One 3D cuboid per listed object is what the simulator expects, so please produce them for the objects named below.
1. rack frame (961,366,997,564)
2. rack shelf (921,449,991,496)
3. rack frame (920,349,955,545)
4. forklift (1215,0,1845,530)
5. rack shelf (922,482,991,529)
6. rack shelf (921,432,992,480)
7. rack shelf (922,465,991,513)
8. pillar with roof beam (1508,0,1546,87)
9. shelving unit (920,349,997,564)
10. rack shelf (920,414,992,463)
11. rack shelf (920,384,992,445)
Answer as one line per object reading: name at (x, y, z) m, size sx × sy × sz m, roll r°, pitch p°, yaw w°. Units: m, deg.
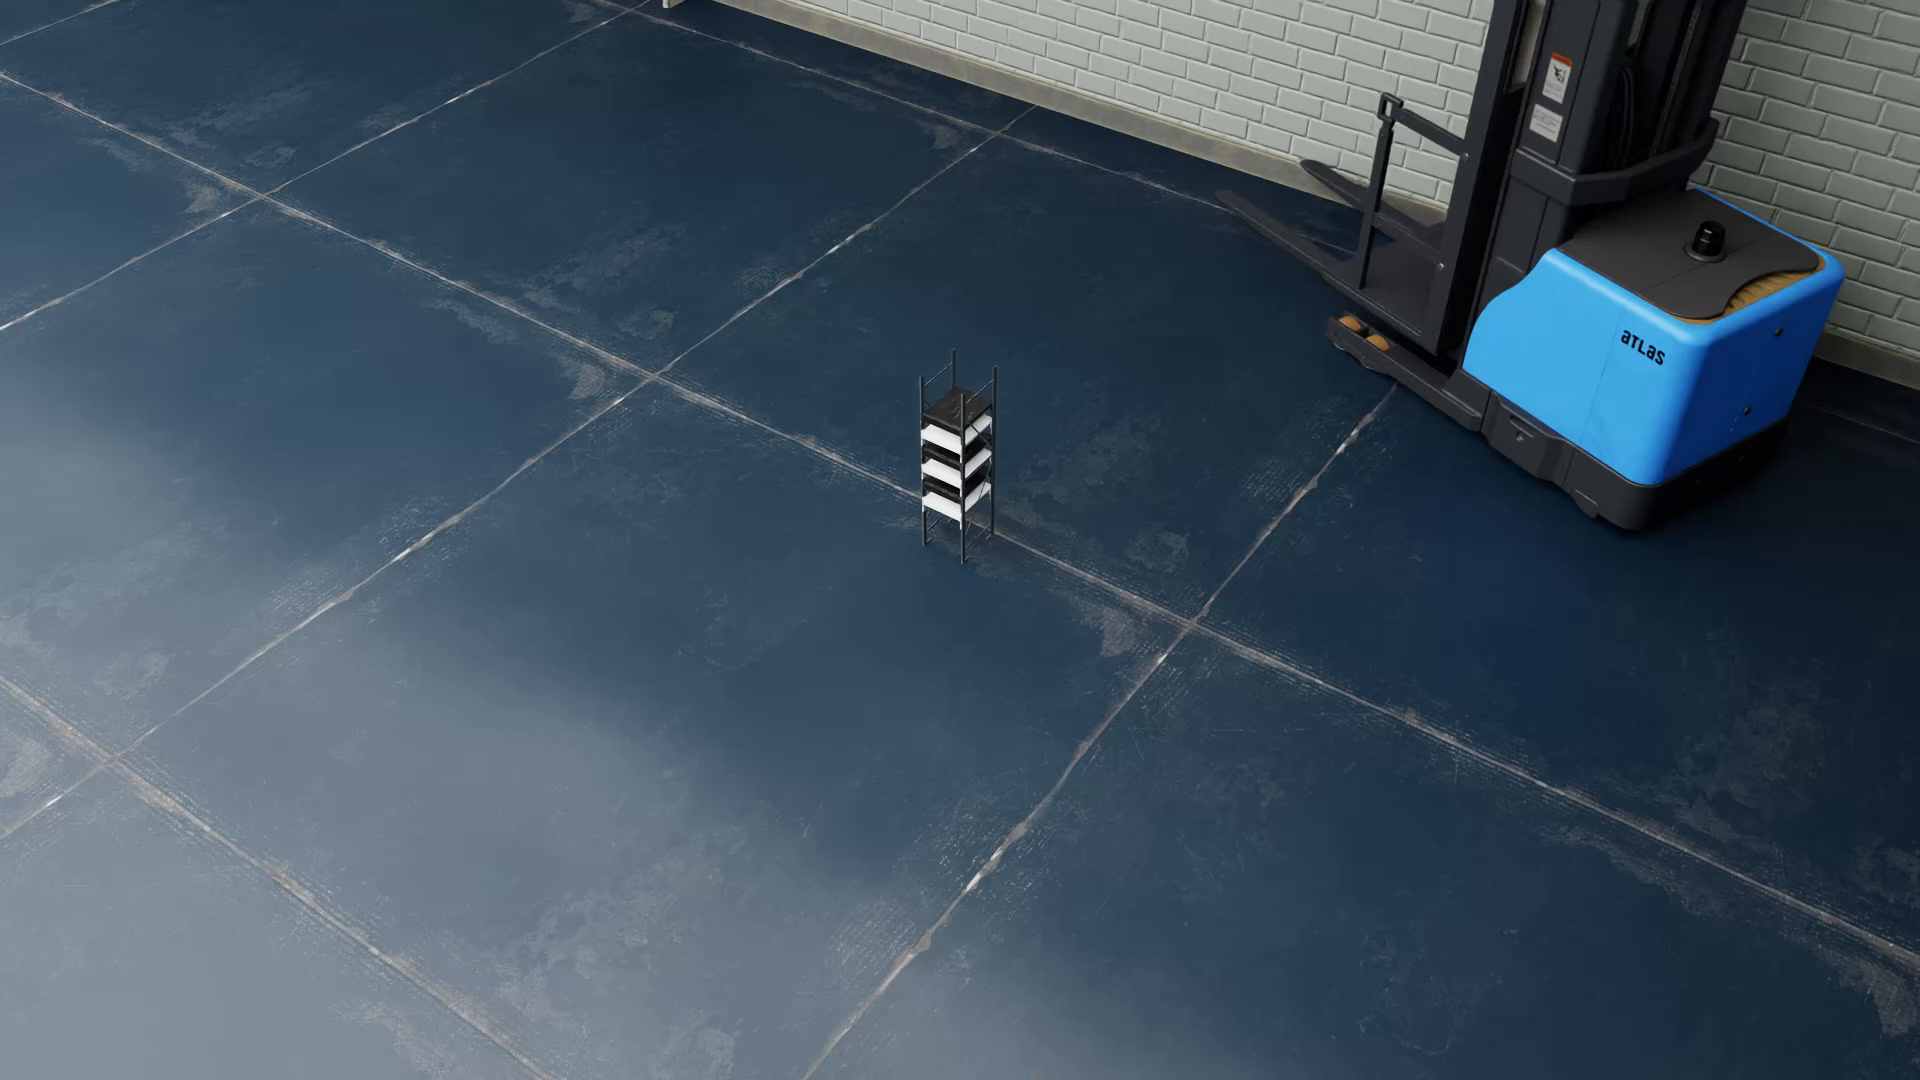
rack frame at (0.077, -0.300, 6.910) m, size 0.006 × 0.900 × 0.240 m, roll 25°, pitch 48°, yaw 25°
rack shelf at (-0.007, -0.314, 6.976) m, size 0.200 × 0.077 × 0.258 m, roll 25°, pitch 48°, yaw 25°
rack frame at (-0.090, -0.377, 6.997) m, size 0.006 × 0.900 × 0.240 m, roll 25°, pitch 48°, yaw 25°
forklift at (2.492, -2.091, 7.388) m, size 1.130 × 2.935 × 3.031 m, roll -24°, pitch 47°, yaw -24°
rack shelf at (-0.007, -0.179, 7.096) m, size 0.200 × 0.077 × 0.258 m, roll 25°, pitch 48°, yaw 25°
rack shelf at (-0.007, -0.381, 6.916) m, size 0.200 × 0.077 × 0.258 m, roll 25°, pitch 48°, yaw 25°
rack shelf at (-0.007, -0.247, 7.036) m, size 0.200 × 0.077 × 0.258 m, roll 25°, pitch 48°, yaw 25°
pillar with roof beam at (0.390, -2.470, 3.261) m, size 0.400 × 9.000 × 9.100 m, roll 25°, pitch 48°, yaw 25°
shelving unit at (-0.007, -0.338, 6.953) m, size 0.210 × 0.900 × 0.258 m, roll 25°, pitch 48°, yaw 25°
rack shelf at (-0.007, -0.448, 6.856) m, size 0.200 × 0.077 × 0.258 m, roll 25°, pitch 48°, yaw 25°
rack shelf at (-0.007, -0.515, 6.796) m, size 0.200 × 0.077 × 0.258 m, roll 25°, pitch 48°, yaw 25°
